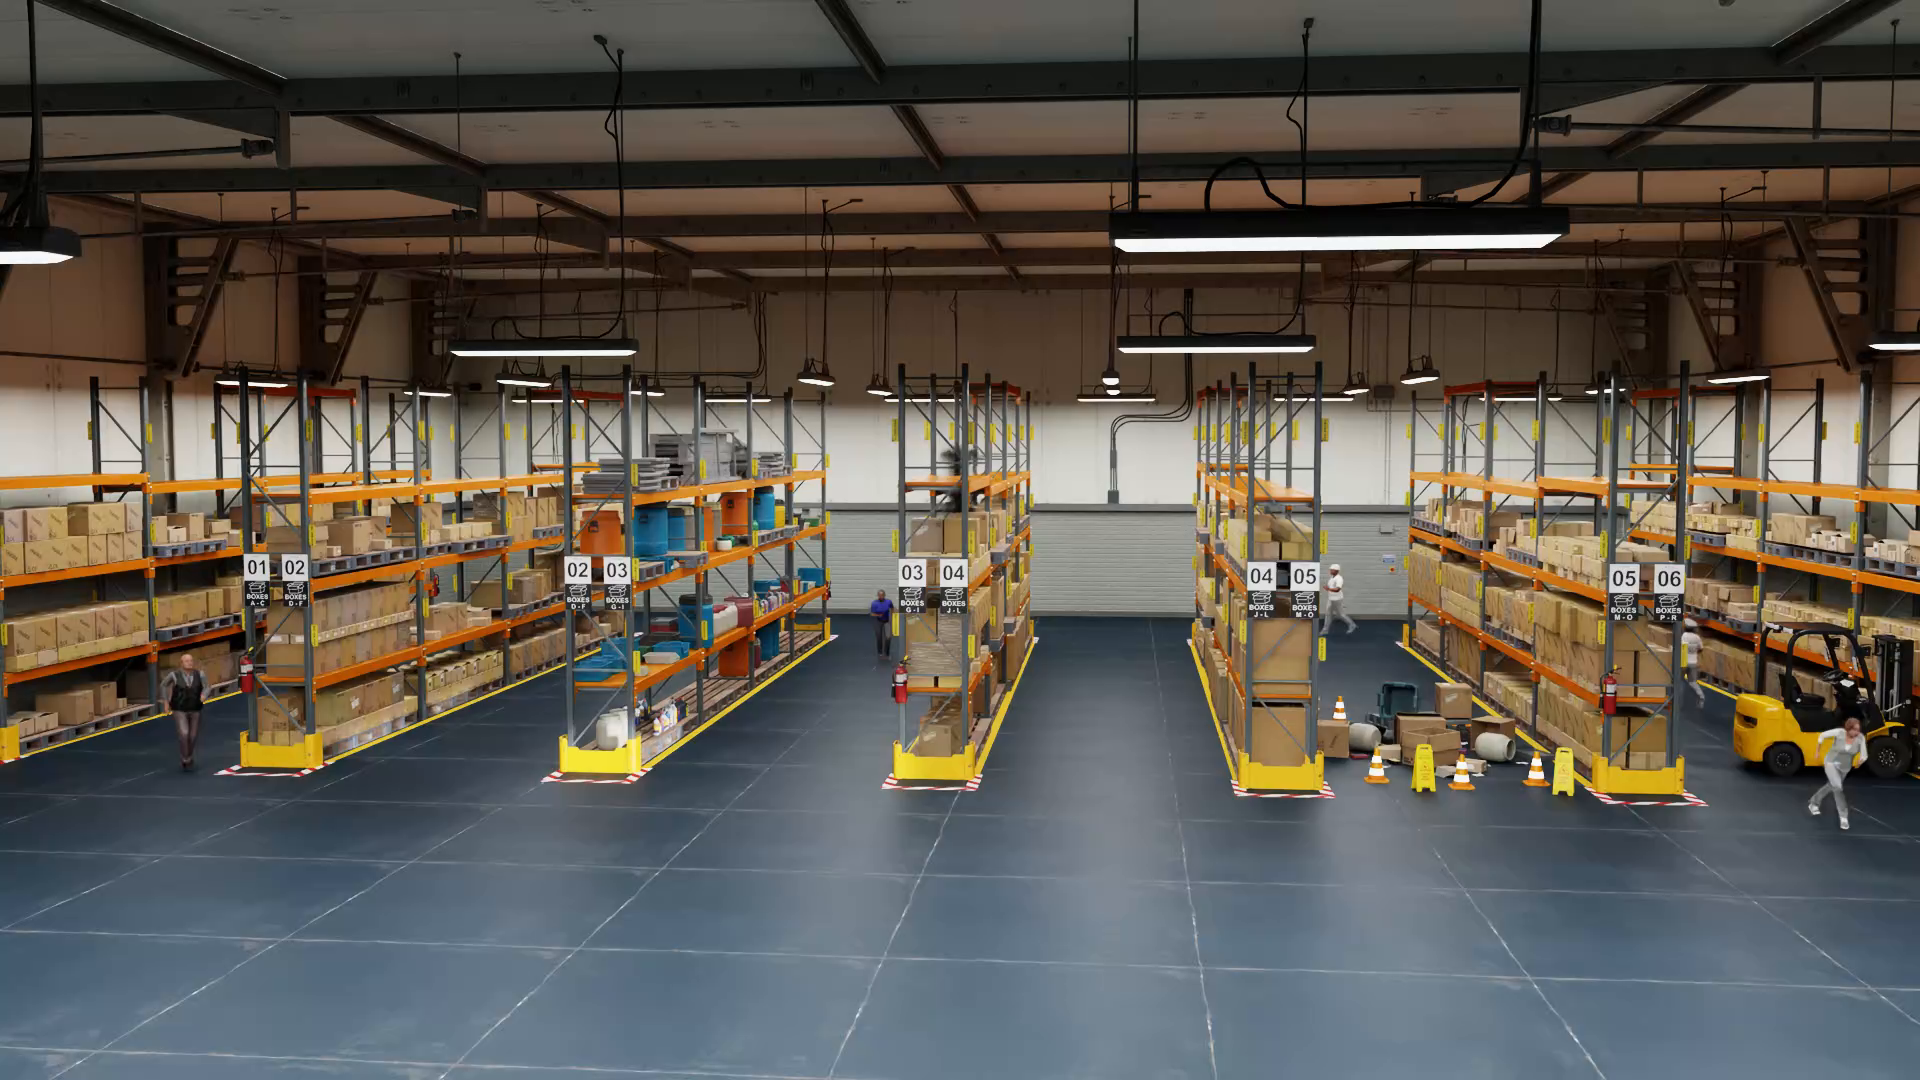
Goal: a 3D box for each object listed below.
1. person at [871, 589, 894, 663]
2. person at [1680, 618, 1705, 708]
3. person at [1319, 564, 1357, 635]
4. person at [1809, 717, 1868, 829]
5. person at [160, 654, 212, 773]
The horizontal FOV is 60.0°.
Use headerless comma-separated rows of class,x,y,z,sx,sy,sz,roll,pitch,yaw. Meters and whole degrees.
person,-1.699,1.867,36.419,0.511,1.607,0.913,0,4,-4
person,13.102,2.236,29.940,0.575,1.666,0.866,0,4,-4
person,9.255,1.464,40.876,0.992,1.755,0.708,0,4,-5
person,11.214,2.911,21.232,0.511,1.405,0.997,0,4,4
person,-11.503,2.545,24.749,0.673,1.712,0.825,-3,5,-39
